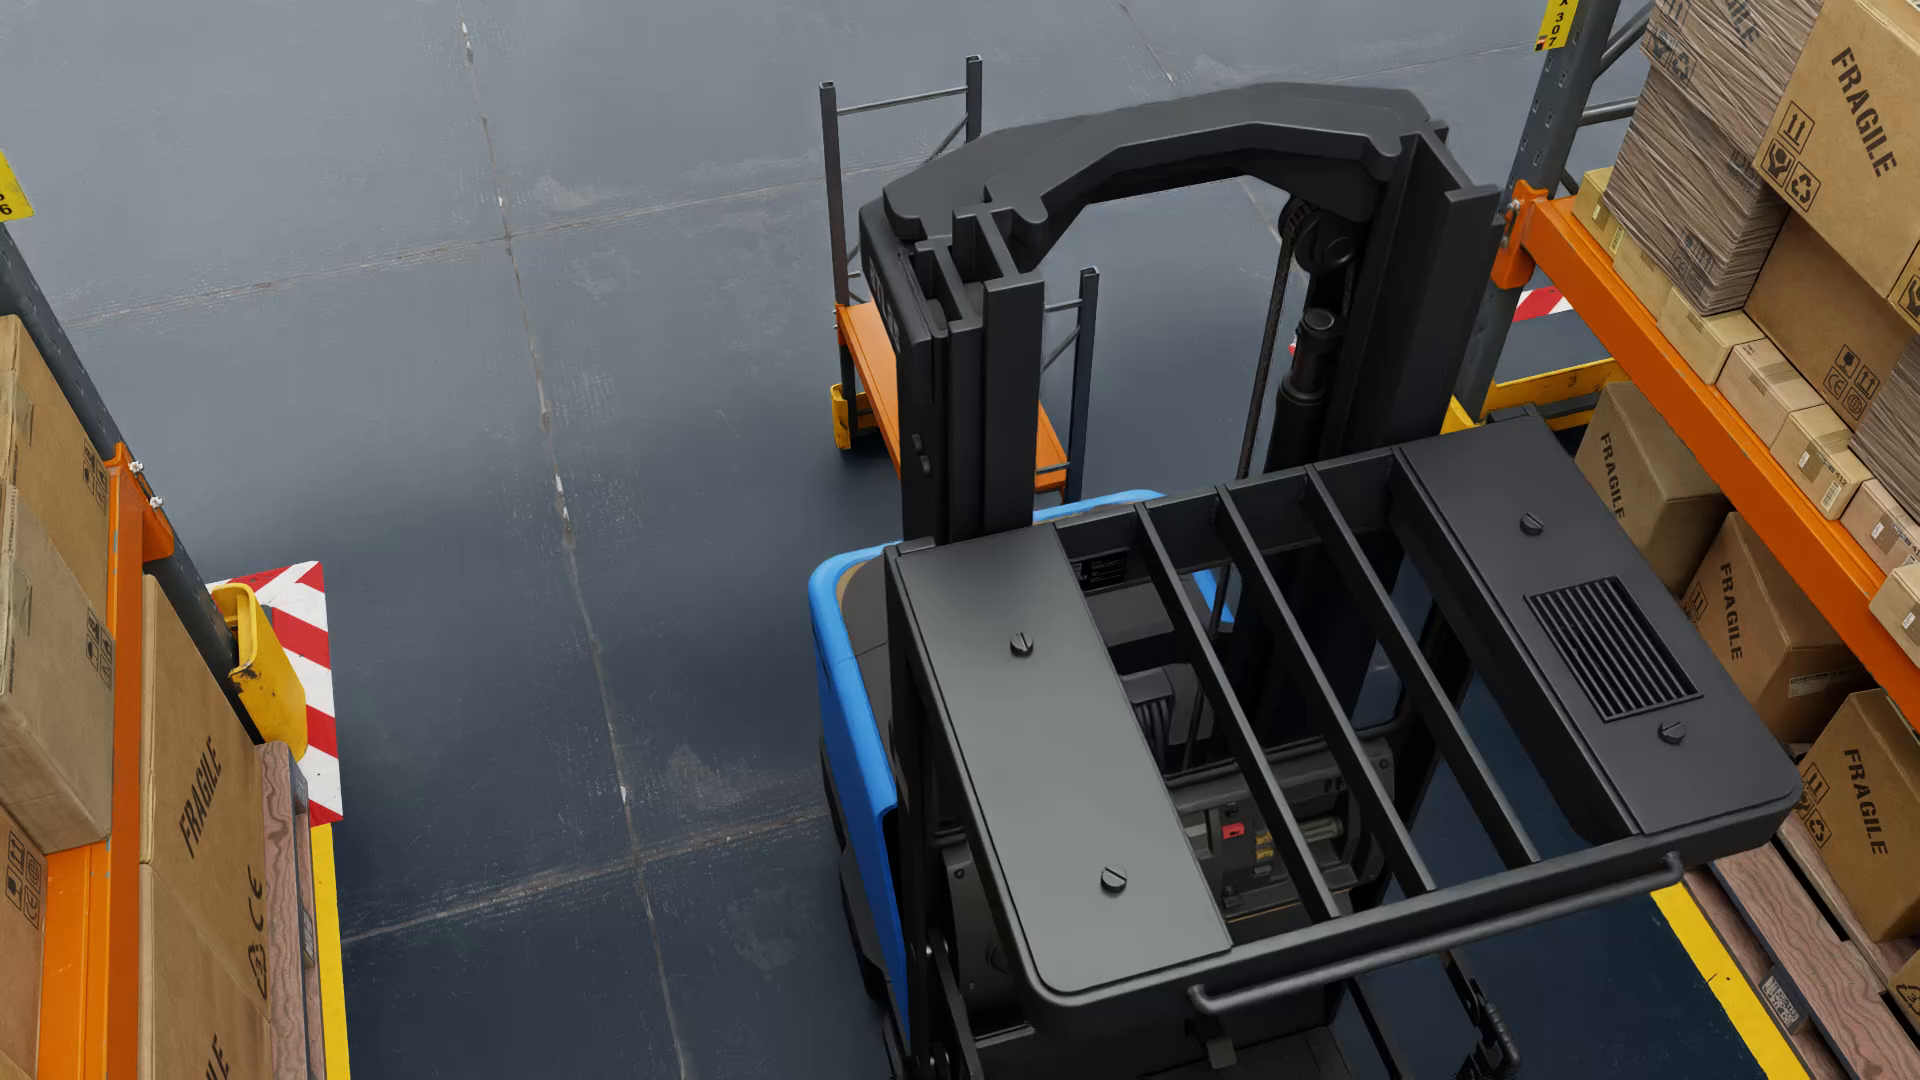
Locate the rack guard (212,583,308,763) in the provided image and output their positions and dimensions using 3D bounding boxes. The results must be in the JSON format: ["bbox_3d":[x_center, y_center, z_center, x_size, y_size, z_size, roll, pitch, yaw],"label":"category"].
[{"bbox_3d":[-2.633,0.534,4.972,1.175,0.500,0.348,-13,51,-11],"label":"rack guard"}]

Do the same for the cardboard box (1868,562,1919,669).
[{"bbox_3d":[2.350,0.159,3.818,0.380,0.149,0.250,-13,51,-11],"label":"cardboard box"}]

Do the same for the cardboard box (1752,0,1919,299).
[{"bbox_3d":[2.186,-0.922,3.651,0.500,0.500,0.500,-13,51,-11],"label":"cardboard box"}]

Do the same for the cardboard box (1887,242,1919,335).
[{"bbox_3d":[2.335,-0.557,3.344,0.500,0.500,0.500,-13,51,-11],"label":"cardboard box"}]

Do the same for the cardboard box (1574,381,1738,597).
[{"bbox_3d":[2.311,-0.171,5.293,0.500,0.500,0.500,-5,50,-4],"label":"cardboard box"}]

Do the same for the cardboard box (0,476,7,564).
[{"bbox_3d":[-2.302,0.011,2.975,0.875,0.550,0.550,-13,51,-11],"label":"cardboard box"}]

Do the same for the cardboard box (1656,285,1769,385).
[{"bbox_3d":[2.114,-0.585,4.446,0.380,0.149,0.250,-13,51,-11],"label":"cardboard box"}]

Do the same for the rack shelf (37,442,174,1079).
[{"bbox_3d":[-2.034,1.439,3.046,1.077,0.370,4.000,-13,51,-11],"label":"rack shelf"}]

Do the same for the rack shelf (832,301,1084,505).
[{"bbox_3d":[-0.025,-0.430,5.367,0.538,0.185,1.000,-13,51,-11],"label":"rack shelf"}]

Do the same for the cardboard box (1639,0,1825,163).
[{"bbox_3d":[2.044,-1.288,3.960,0.500,0.500,0.500,-13,51,-11],"label":"cardboard box"}]

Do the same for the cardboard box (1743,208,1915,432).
[{"bbox_3d":[2.541,-0.683,4.104,0.875,0.500,0.500,-13,51,-11],"label":"cardboard box"}]

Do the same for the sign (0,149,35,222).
[{"bbox_3d":[-2.103,-0.816,3.564,0.100,0.325,0.005,-13,51,-11],"label":"sign"}]

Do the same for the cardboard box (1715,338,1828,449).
[{"bbox_3d":[2.208,-0.407,4.296,0.380,0.149,0.250,-13,51,-11],"label":"cardboard box"}]

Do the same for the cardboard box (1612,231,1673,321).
[{"bbox_3d":[2.054,-0.771,4.603,0.380,0.149,0.250,-13,51,-11],"label":"cardboard box"}]

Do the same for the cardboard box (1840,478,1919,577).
[{"bbox_3d":[2.375,-0.047,3.992,0.380,0.149,0.250,-13,51,-11],"label":"cardboard box"}]

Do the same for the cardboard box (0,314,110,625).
[{"bbox_3d":[-2.473,-0.041,3.725,0.875,0.550,0.550,-13,51,-11],"label":"cardboard box"}]

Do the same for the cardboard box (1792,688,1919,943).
[{"bbox_3d":[2.687,0.719,4.542,0.500,0.500,0.500,-9,50,-8],"label":"cardboard box"}]

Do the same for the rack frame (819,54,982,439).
[{"bbox_3d":[-0.176,-0.917,5.542,0.500,1.500,0.032,-13,51,-11],"label":"rack frame"}]

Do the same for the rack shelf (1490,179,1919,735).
[{"bbox_3d":[2.734,0.391,3.929,1.077,0.370,4.000,-13,51,-11],"label":"rack shelf"}]

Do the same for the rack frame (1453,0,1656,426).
[{"bbox_3d":[2.142,-1.301,4.885,1.000,3.000,0.127,-13,51,-11],"label":"rack frame"}]

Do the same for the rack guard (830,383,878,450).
[{"bbox_3d":[-0.170,-0.500,6.008,0.587,0.250,0.087,-13,51,-11],"label":"rack guard"}]

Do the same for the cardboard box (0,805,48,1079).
[{"bbox_3d":[-2.244,0.793,3.022,0.875,0.550,0.550,-13,51,-11],"label":"cardboard box"}]

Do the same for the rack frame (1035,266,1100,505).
[{"bbox_3d":[0.125,-0.174,4.916,0.500,1.500,0.032,-13,51,-11],"label":"rack frame"}]

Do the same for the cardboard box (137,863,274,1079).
[{"bbox_3d":[-2.100,1.418,3.707,0.875,0.875,0.875,-14,51,-12],"label":"cardboard box"}]

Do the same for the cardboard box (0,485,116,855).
[{"bbox_3d":[-2.289,0.356,3.390,0.875,0.550,0.550,-13,51,-11],"label":"cardboard box"}]

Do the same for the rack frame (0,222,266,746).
[{"bbox_3d":[-2.626,-0.254,4.002,1.000,3.000,0.127,-13,51,-11],"label":"rack frame"}]

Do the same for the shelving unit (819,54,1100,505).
[{"bbox_3d":[-0.023,-0.539,5.224,0.587,1.500,1.083,-13,51,-11],"label":"shelving unit"}]

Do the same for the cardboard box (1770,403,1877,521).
[{"bbox_3d":[2.275,-0.223,4.141,0.380,0.149,0.250,-13,51,-11],"label":"cardboard box"}]

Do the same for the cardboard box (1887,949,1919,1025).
[{"bbox_3d":[2.810,1.137,4.190,0.500,0.500,0.500,-17,52,-14],"label":"cardboard box"}]

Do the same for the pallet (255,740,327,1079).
[{"bbox_3d":[-2.315,1.211,4.591,1.003,0.211,1.213,-13,51,-11],"label":"pallet"}]

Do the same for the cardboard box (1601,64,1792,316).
[{"bbox_3d":[2.279,-1.022,4.389,0.875,0.500,0.500,-13,51,-11],"label":"cardboard box"}]

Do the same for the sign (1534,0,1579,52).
[{"bbox_3d":[1.624,-1.458,4.451,0.100,0.325,0.005,-13,51,-11],"label":"sign"}]

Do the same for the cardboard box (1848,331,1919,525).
[{"bbox_3d":[2.648,-0.308,3.788,0.875,0.500,0.500,-13,51,-11],"label":"cardboard box"}]

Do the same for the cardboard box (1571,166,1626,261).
[{"bbox_3d":[1.999,-0.958,4.760,0.380,0.149,0.250,-13,51,-11],"label":"cardboard box"}]

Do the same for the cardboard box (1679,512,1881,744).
[{"bbox_3d":[2.520,0.258,4.931,0.500,0.500,0.500,-2,50,-1],"label":"cardboard box"}]

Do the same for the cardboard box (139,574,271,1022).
[{"bbox_3d":[-2.362,0.776,4.249,0.875,0.875,0.875,-13,51,-11],"label":"cardboard box"}]

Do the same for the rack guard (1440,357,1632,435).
[{"bbox_3d":[2.165,-0.440,5.794,1.175,0.500,0.348,-13,51,-11],"label":"rack guard"}]

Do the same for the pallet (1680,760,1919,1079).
[{"bbox_3d":[2.728,1.144,4.648,1.003,0.211,1.213,-13,51,-11],"label":"pallet"}]

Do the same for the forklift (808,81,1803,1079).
[{"bbox_3d":[0.490,0.781,3.175,1.130,2.935,3.031,-13,51,-10],"label":"forklift"}]

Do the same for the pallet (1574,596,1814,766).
[{"bbox_3d":[2.371,0.254,5.398,1.003,0.211,1.213,-13,51,-11],"label":"pallet"}]
